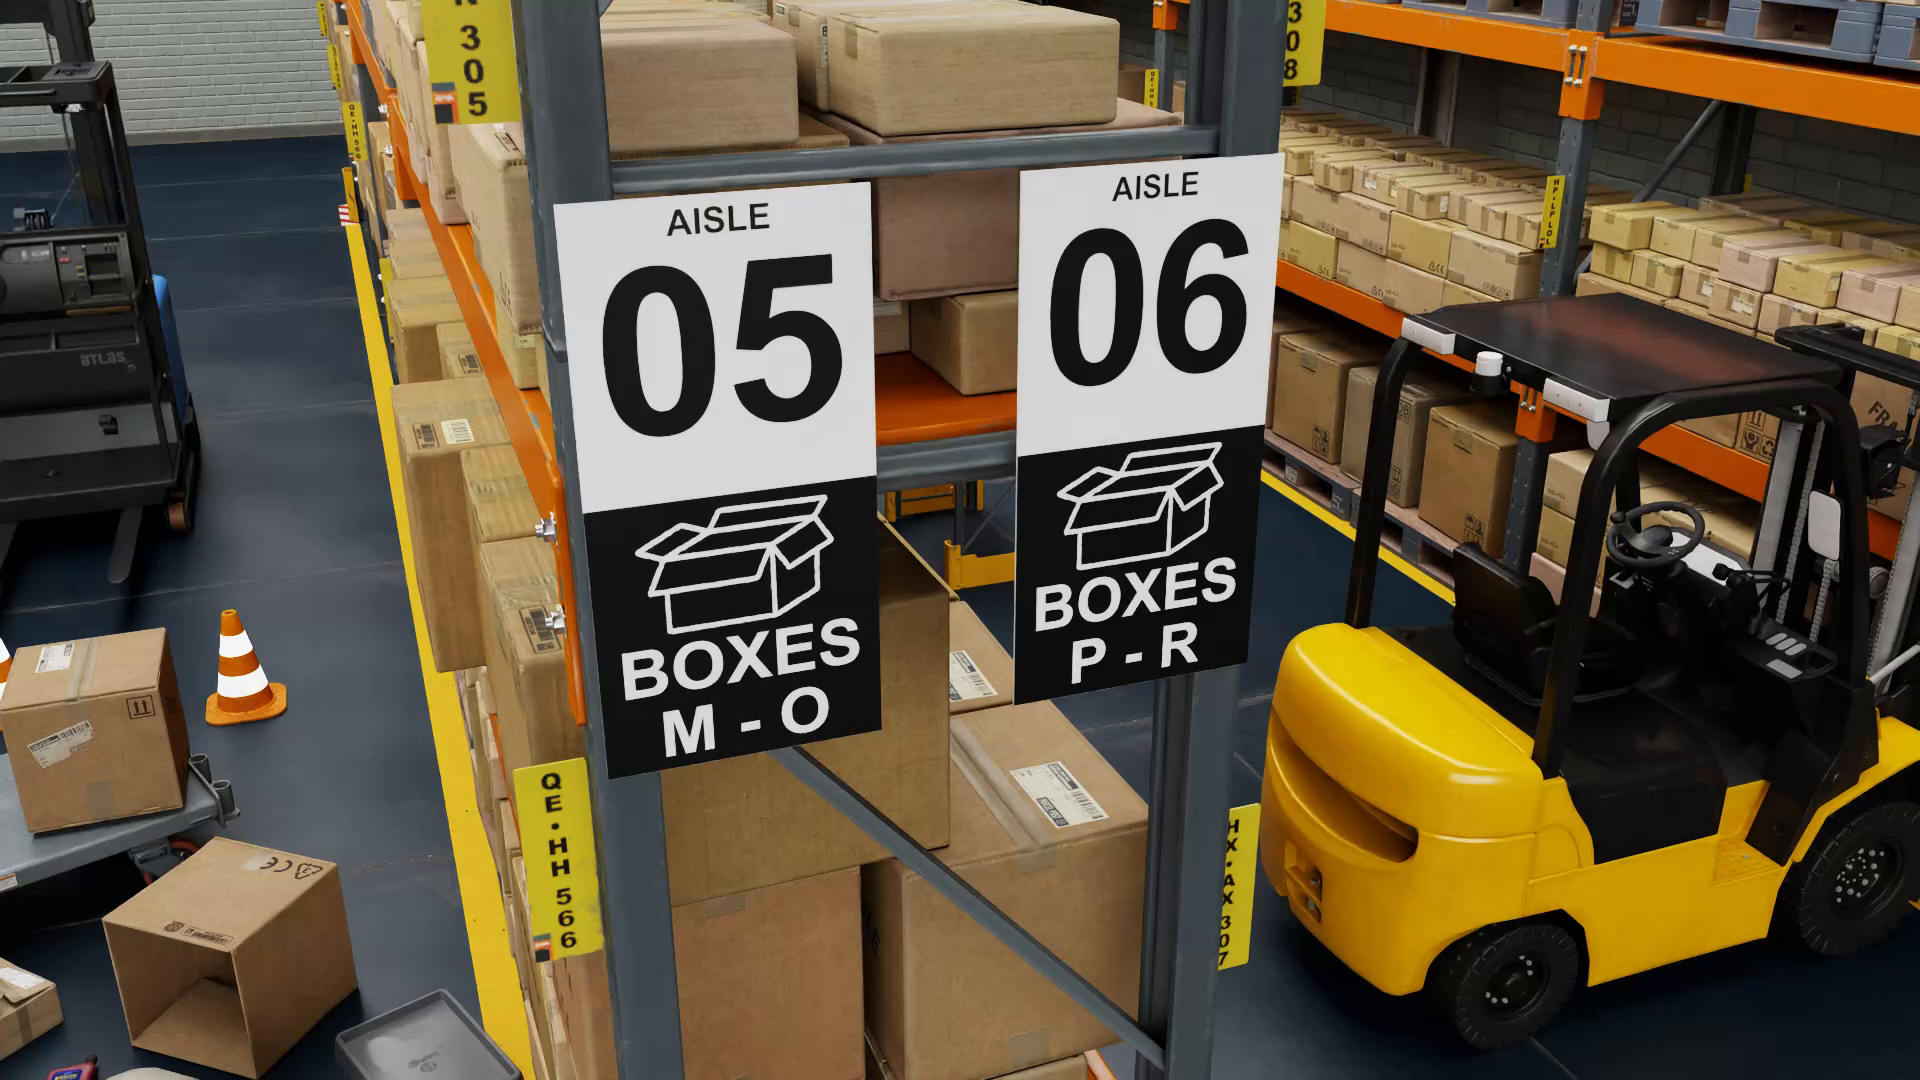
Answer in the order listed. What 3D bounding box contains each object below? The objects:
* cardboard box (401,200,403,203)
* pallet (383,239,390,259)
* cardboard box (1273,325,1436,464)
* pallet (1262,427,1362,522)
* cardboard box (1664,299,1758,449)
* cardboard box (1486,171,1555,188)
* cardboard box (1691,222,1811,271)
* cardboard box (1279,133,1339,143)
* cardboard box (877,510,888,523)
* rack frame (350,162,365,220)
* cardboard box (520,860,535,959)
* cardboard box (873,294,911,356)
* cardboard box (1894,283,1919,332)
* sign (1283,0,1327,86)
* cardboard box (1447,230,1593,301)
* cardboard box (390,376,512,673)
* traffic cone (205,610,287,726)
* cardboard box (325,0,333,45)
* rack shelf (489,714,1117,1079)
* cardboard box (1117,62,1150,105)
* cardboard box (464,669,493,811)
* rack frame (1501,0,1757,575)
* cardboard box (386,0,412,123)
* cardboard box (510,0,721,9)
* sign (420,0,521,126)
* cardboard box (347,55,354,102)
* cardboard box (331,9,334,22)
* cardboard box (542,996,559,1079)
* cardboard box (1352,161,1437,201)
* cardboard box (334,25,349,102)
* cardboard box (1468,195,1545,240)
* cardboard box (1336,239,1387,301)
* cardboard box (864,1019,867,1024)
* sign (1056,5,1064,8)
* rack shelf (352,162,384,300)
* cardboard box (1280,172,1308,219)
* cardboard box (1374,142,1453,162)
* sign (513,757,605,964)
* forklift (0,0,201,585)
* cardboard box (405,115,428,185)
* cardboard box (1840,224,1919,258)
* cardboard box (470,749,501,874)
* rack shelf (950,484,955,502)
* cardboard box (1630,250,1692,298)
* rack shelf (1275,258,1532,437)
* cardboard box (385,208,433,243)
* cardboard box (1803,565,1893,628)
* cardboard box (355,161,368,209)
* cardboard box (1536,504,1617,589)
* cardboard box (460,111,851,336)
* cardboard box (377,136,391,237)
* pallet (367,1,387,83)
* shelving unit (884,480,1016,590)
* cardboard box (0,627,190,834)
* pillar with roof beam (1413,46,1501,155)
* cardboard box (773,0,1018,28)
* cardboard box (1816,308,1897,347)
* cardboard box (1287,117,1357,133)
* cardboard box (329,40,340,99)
[{"bbox_3d":[-2.210,-1.537,7.147,0.380,0.149,0.250,-9,25,-21],"label":"cardboard box"},{"bbox_3d":[-2.523,-1.500,9.194,1.213,0.211,1.003,-8,24,-19],"label":"pallet"},{"bbox_3d":[2.452,-0.905,10.052,0.875,0.625,0.625,-9,25,-21],"label":"cardboard box"},{"bbox_3d":[2.449,-0.483,10.125,1.003,0.211,1.213,-8,24,-19],"label":"pallet"},{"bbox_3d":[3.293,-0.724,6.977,0.500,0.500,0.500,-8,24,-18],"label":"cardboard box"},{"bbox_3d":[3.014,-1.850,8.812,0.380,0.149,0.250,-9,24,-20],"label":"cardboard box"},{"bbox_3d":[3.291,-1.213,6.920,0.380,0.149,0.250,-9,24,-20],"label":"cardboard box"},{"bbox_3d":[2.036,-2.337,9.969,0.380,0.149,0.250,-8,24,-18],"label":"cardboard box"},{"bbox_3d":[-0.511,0.124,4.582,0.500,0.500,0.500,-9,24,-20],"label":"cardboard box"},{"bbox_3d":[-5.701,-4.740,16.633,1.000,3.000,0.127,-8,24,-19],"label":"rack frame"},{"bbox_3d":[-0.945,0.936,4.367,0.380,0.149,0.250,-7,24,-17],"label":"cardboard box"},{"bbox_3d":[-0.038,-0.441,2.895,0.380,0.149,0.250,-9,25,-21],"label":"cardboard box"},{"bbox_3d":[3.650,-0.842,6.039,0.380,0.149,0.250,-8,24,-19],"label":"cardboard box"},{"bbox_3d":[0.459,-0.786,2.265,0.100,0.325,0.005,-8,24,-19],"label":"sign"},{"bbox_3d":[2.768,-1.367,8.180,0.500,0.250,0.500,-9,24,-20],"label":"cardboard box"},{"bbox_3d":[-0.881,-0.082,3.783,0.700,0.500,0.500,-9,24,-20],"label":"cardboard box"},{"bbox_3d":[-3.209,0.531,7.394,0.336,0.463,0.334,-8,24,-19],"label":"traffic cone"},{"bbox_3d":[-5.609,-4.846,15.470,0.500,0.500,0.500,-9,24,-20],"label":"cardboard box"},{"bbox_3d":[-0.755,0.679,4.704,1.077,0.370,4.000,-8,24,-19],"label":"rack shelf"},{"bbox_3d":[1.018,-3.324,12.601,0.797,0.503,0.637,-9,24,-20],"label":"cardboard box"},{"bbox_3d":[-1.506,0.600,5.999,0.500,0.500,0.500,-7,24,-16],"label":"cardboard box"},{"bbox_3d":[3.181,-1.062,7.908,1.000,3.000,0.127,-8,24,-19],"label":"rack frame"},{"bbox_3d":[-1.207,-1.262,4.331,0.500,0.250,0.500,-8,24,-19],"label":"cardboard box"},{"bbox_3d":[-0.607,-0.832,2.796,0.380,0.149,0.250,-9,24,-20],"label":"cardboard box"},{"bbox_3d":[-0.575,-0.648,1.922,0.100,0.325,0.005,-8,24,-19],"label":"sign"},{"bbox_3d":[-3.660,-2.858,10.754,0.500,0.500,0.500,-8,24,-19],"label":"cardboard box"},{"bbox_3d":[-4.884,-4.112,13.728,0.500,0.500,0.500,-9,24,-20],"label":"cardboard box"},{"bbox_3d":[-0.763,1.357,4.202,0.500,0.500,0.500,-7,24,-17],"label":"cardboard box"},{"bbox_3d":[2.373,-1.961,9.076,0.380,0.149,0.250,-8,24,-19],"label":"cardboard box"},{"bbox_3d":[-4.401,-3.594,12.499,0.500,0.500,0.500,-8,24,-18],"label":"cardboard box"},{"bbox_3d":[2.744,-1.592,8.201,0.380,0.149,0.250,-9,24,-20],"label":"cardboard box"},{"bbox_3d":[2.428,-1.507,9.156,0.500,0.250,0.500,-8,24,-19],"label":"cardboard box"},{"bbox_3d":[-0.077,0.948,3.462,0.380,0.149,0.250,-8,24,-18],"label":"cardboard box"},{"bbox_3d":[0.873,-4.580,14.763,0.100,0.325,0.005,-8,24,-19],"label":"sign"},{"bbox_3d":[-3.581,-2.228,11.601,1.077,0.370,4.000,-8,24,-19],"label":"rack shelf"},{"bbox_3d":[2.040,-2.107,9.937,0.500,0.250,0.500,-9,24,-20],"label":"cardboard box"},{"bbox_3d":[2.632,-2.215,9.679,0.380,0.149,0.250,-8,24,-17],"label":"cardboard box"},{"bbox_3d":[-0.575,0.464,2.391,0.100,0.325,0.005,-8,24,-19],"label":"sign"},{"bbox_3d":[-4.963,-1.444,8.901,1.130,2.935,3.031,-8,24,-19],"label":"forklift"},{"bbox_3d":[-1.208,-1.019,4.266,0.380,0.149,0.250,-9,24,-20],"label":"cardboard box"},{"bbox_3d":[3.879,-1.196,6.879,0.380,0.149,0.250,-9,24,-20],"label":"cardboard box"},{"bbox_3d":[-1.506,0.945,6.144,0.500,0.250,0.500,-10,25,-21],"label":"cardboard box"},{"bbox_3d":[0.030,-0.494,8.955,0.538,0.185,1.000,-8,24,-19],"label":"rack shelf"},{"bbox_3d":[3.140,-1.161,7.179,0.380,0.149,0.250,-8,24,-18],"label":"cardboard box"},{"bbox_3d":[2.474,-1.457,9.771,1.077,0.370,4.000,-8,24,-19],"label":"rack shelf"},{"bbox_3d":[-1.509,-0.834,5.567,0.700,0.500,0.500,-9,24,-20],"label":"cardboard box"},{"bbox_3d":[3.594,0.328,6.322,0.500,0.250,0.500,-9,24,-20],"label":"cardboard box"},{"bbox_3d":[-3.861,-2.462,11.422,0.500,0.250,0.500,-9,24,-20],"label":"cardboard box"},{"bbox_3d":[3.063,-0.001,7.745,0.500,0.250,0.500,-8,24,-19],"label":"cardboard box"},{"bbox_3d":[-0.481,-0.525,2.582,0.500,0.250,0.500,-9,24,-20],"label":"cardboard box"},{"bbox_3d":[-2.741,-1.826,8.668,0.500,0.500,0.500,-7,24,-16],"label":"cardboard box"},{"bbox_3d":[-1.580,-1.914,6.309,1.213,0.211,1.003,-8,24,-19],"label":"pallet"},{"bbox_3d":[0.027,-0.663,8.893,0.587,1.500,1.083,-8,24,-19],"label":"shelving unit"},{"bbox_3d":[-3.116,0.678,6.022,0.500,0.500,0.500,-8,24,-19],"label":"cardboard box"},{"bbox_3d":[-0.956,-4.339,7.959,9.100,9.000,0.400,-8,24,-19],"label":"pillar with roof beam"},{"bbox_3d":[-0.118,-0.906,2.972,0.380,0.149,0.250,-8,24,-19],"label":"cardboard box"},{"bbox_3d":[3.473,-0.786,6.289,0.380,0.149,0.250,-9,25,-21],"label":"cardboard box"},{"bbox_3d":[2.303,-2.588,10.564,0.380,0.149,0.250,-8,24,-19],"label":"cardboard box"},{"bbox_3d":[-5.800,-4.572,16.107,0.500,0.500,0.500,-9,24,-19],"label":"cardboard box"}]
